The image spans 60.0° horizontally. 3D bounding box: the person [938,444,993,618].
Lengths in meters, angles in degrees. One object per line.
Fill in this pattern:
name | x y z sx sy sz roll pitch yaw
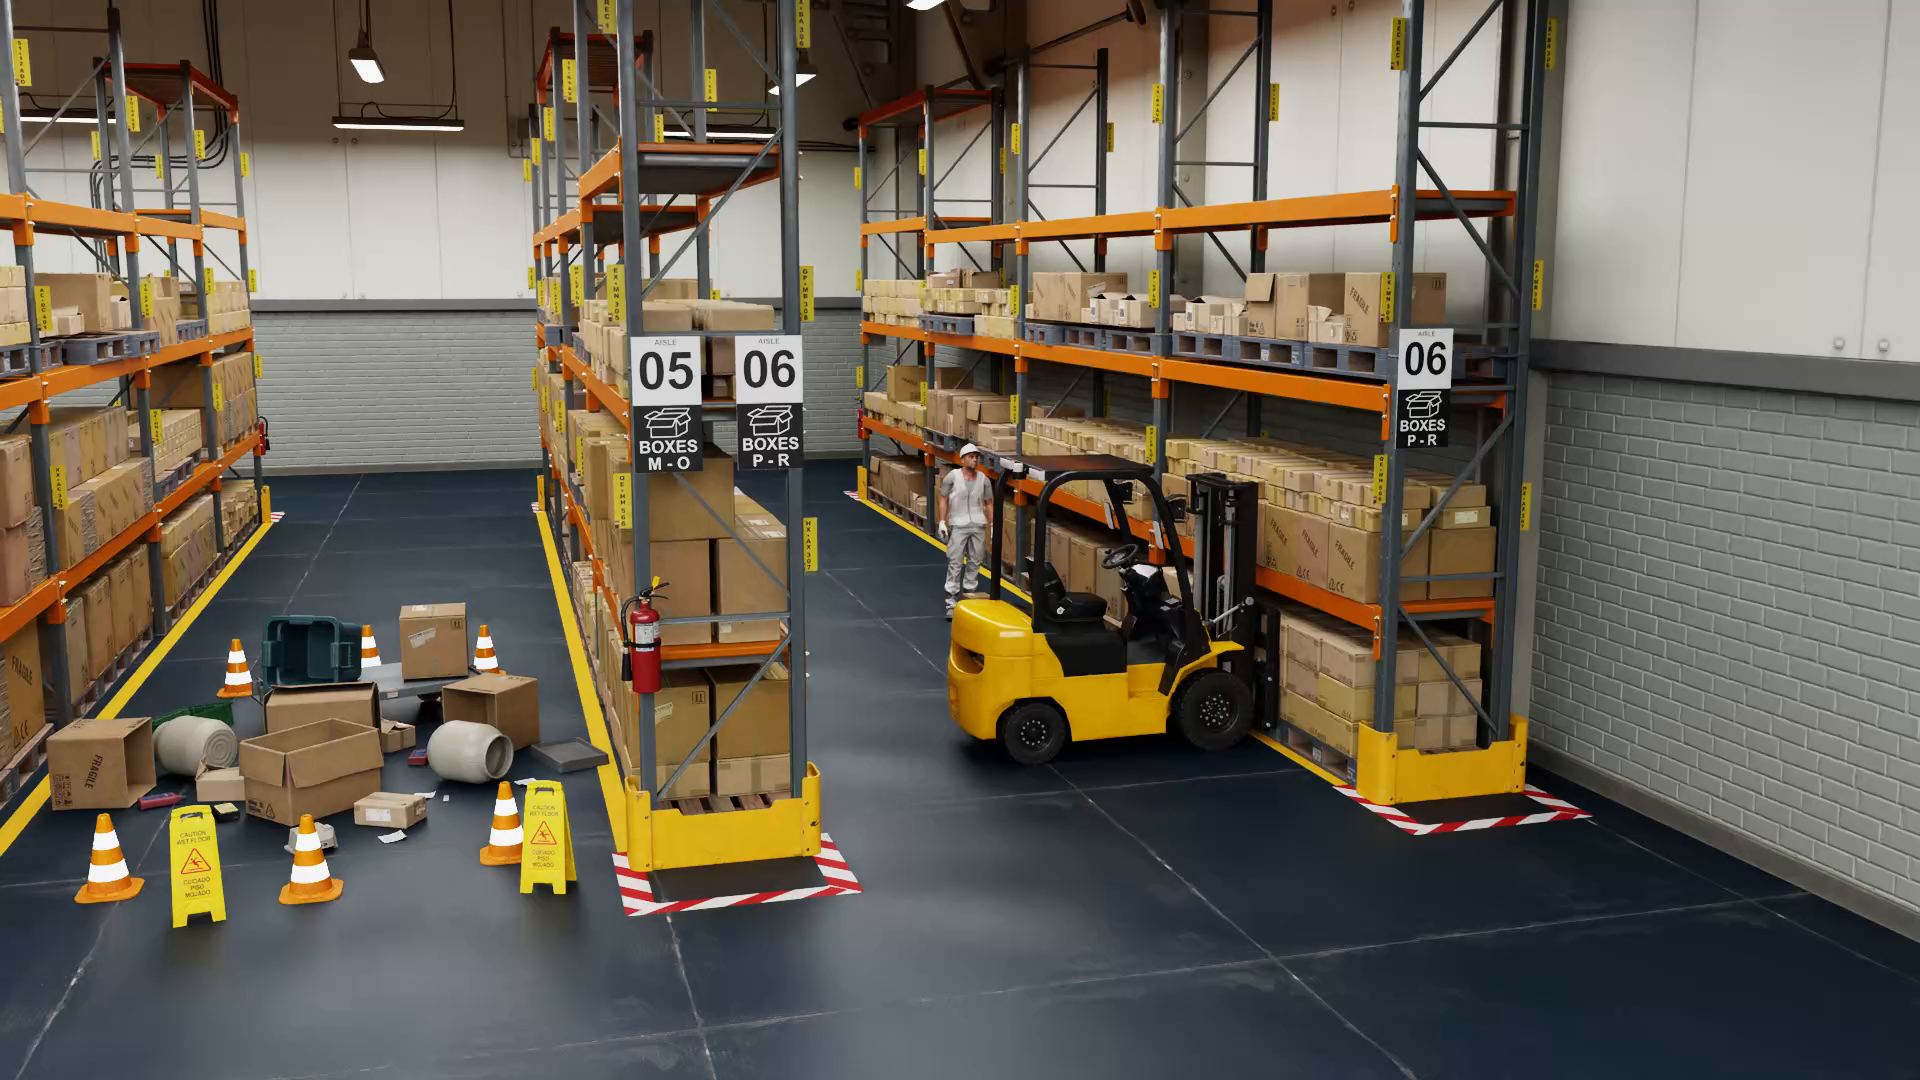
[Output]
person | 0.095 -0.100 17.360 0.638 1.788 0.563 -3 10 -16
